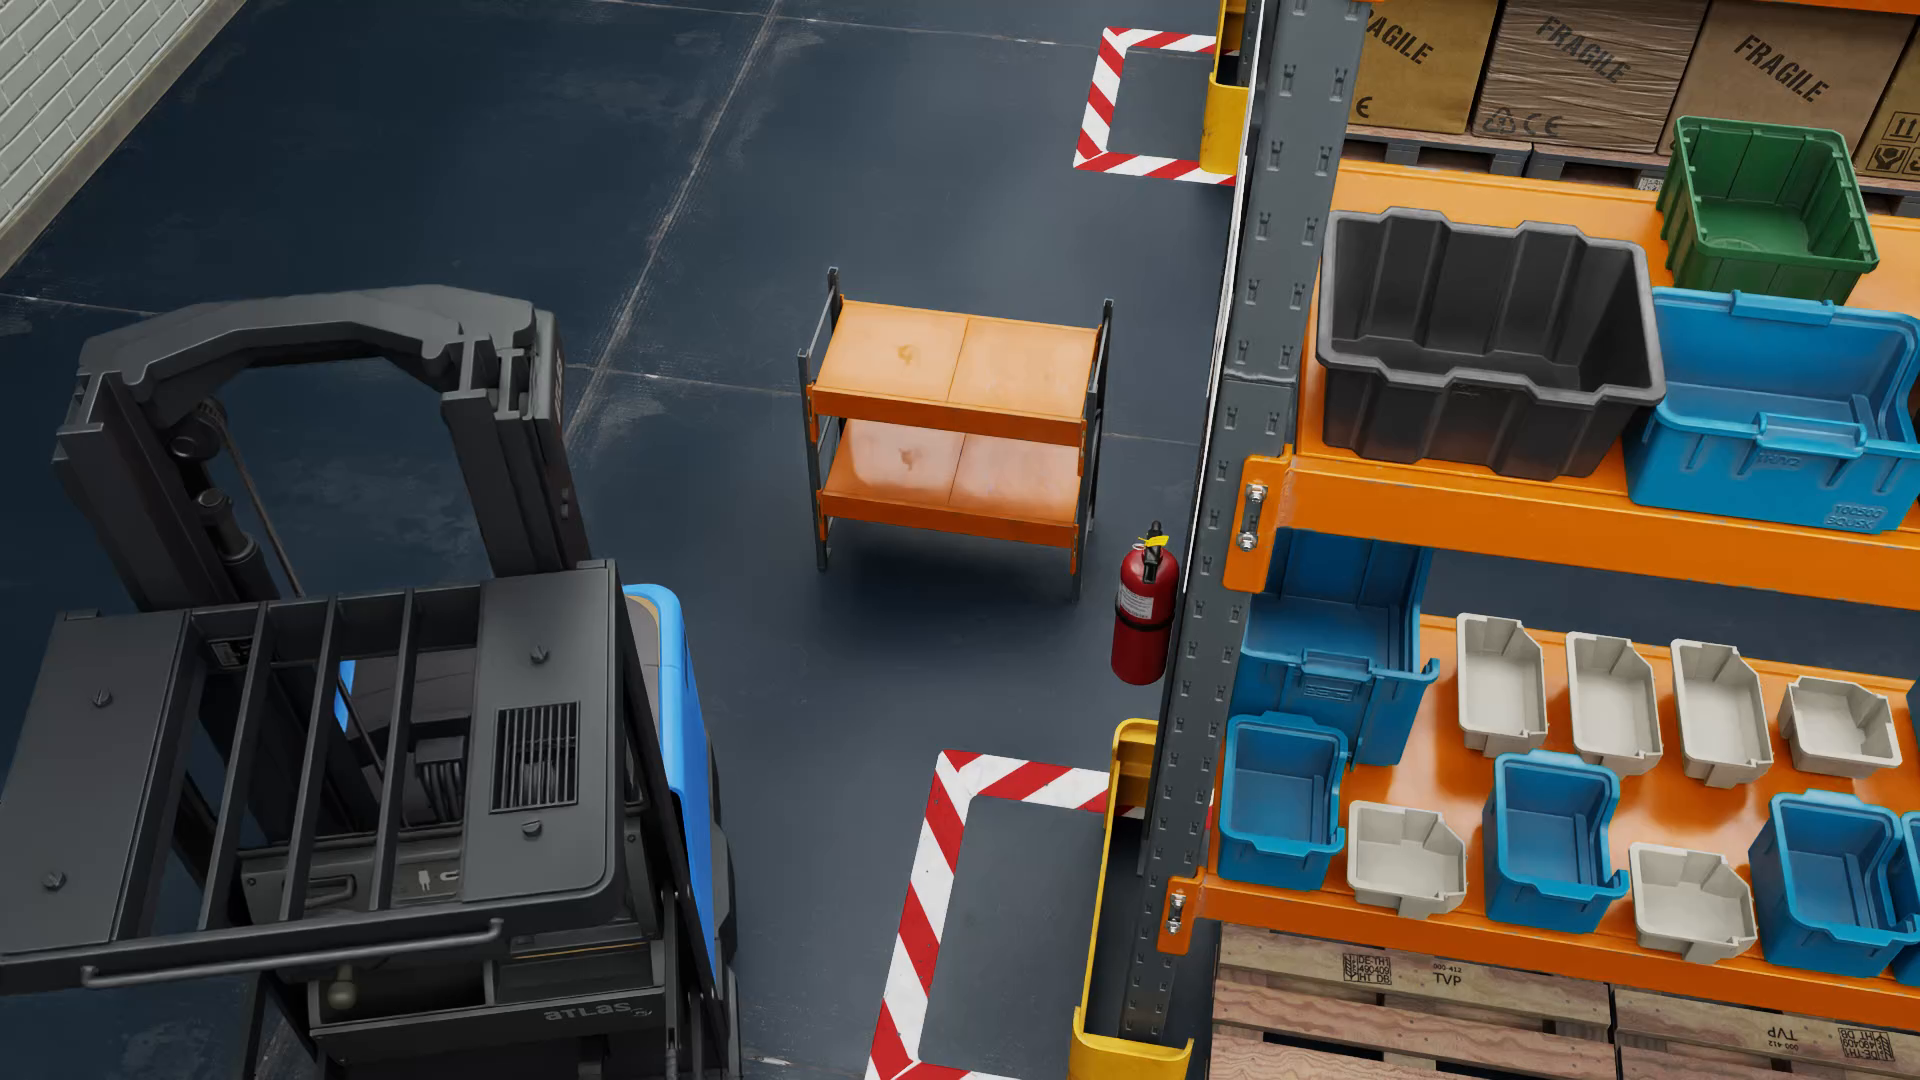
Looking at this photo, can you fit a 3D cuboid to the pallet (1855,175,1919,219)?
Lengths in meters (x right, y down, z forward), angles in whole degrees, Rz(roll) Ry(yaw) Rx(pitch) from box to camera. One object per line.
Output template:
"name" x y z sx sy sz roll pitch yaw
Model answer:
"pallet" 4.698 -1.961 8.342 1.213 0.211 1.003 8 49 7

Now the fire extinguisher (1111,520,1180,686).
"fire extinguisher" 0.548 0.159 4.866 0.183 0.674 0.296 8 49 7

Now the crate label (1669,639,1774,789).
"crate label" 2.011 0.472 4.418 0.243 0.136 0.396 8 49 7

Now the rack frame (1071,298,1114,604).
"rack frame" 0.494 -0.310 6.244 0.032 1.125 0.500 8 49 7

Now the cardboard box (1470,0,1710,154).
"cardboard box" 3.036 -2.548 8.141 0.875 0.875 0.875 8 49 7

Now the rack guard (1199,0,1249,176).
"rack guard" 1.473 -2.432 8.571 0.348 0.500 1.175 8 49 7

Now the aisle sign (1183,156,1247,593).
"aisle sign" 0.492 -0.300 3.227 0.004 0.787 0.394 8 49 7

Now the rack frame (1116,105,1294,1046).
"rack frame" 0.616 0.361 4.381 0.127 3.000 1.000 8 49 7

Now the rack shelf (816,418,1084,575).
"rack shelf" -0.007 -0.213 6.486 1.000 0.278 0.538 8 49 7

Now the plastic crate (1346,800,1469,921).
"plastic crate" 1.101 0.806 4.119 0.298 0.136 0.250 8 49 7

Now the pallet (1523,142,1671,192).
"pallet" 3.494 -2.121 8.486 1.213 0.211 1.003 8 49 7

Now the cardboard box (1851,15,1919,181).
"cardboard box" 4.798 -2.312 7.929 0.875 0.875 0.875 8 49 7

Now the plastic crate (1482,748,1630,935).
"plastic crate" 1.448 0.757 4.097 0.300 0.233 0.416 8 49 7

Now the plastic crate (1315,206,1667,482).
"plastic crate" 0.945 -0.343 3.085 0.590 0.269 0.497 8 49 7

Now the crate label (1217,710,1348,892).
"crate label" 0.800 0.670 4.175 0.303 0.233 0.416 8 49 7

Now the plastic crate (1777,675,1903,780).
"plastic crate" 2.306 0.498 4.395 0.250 0.136 0.298 8 49 7

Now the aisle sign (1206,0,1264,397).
"aisle sign" 0.597 -0.732 3.615 0.004 0.787 0.394 8 49 7

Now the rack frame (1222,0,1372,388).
"rack frame" 0.616 -1.644 2.150 0.127 3.000 1.000 8 49 7

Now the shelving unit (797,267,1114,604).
"shelving unit" -0.007 -0.377 6.304 1.048 1.125 0.538 8 49 7

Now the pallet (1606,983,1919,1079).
"pallet" 2.617 1.593 5.148 1.213 0.211 1.003 8 49 7

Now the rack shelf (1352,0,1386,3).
"rack shelf" 2.584 -1.006 2.328 4.000 0.370 1.077 8 49 7

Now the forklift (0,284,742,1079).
"forklift" -1.188 1.000 3.853 1.130 2.935 3.031 -6 48 -5

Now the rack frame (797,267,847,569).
"rack frame" -0.507 -0.444 6.365 0.032 1.125 0.500 8 49 7

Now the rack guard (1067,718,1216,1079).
"rack guard" 0.590 1.203 5.305 0.348 0.500 1.175 8 49 7

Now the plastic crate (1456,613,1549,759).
"plastic crate" 1.450 0.404 4.479 0.243 0.136 0.396 8 49 7

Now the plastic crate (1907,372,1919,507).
"plastic crate" 2.070 -0.218 2.926 0.767 0.338 0.504 8 49 7

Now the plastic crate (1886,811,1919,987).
"plastic crate" 2.391 0.884 3.983 0.300 0.233 0.416 8 49 7

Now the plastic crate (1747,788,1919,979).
"plastic crate" 2.096 0.844 4.019 0.300 0.233 0.416 8 49 7

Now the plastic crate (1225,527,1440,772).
"plastic crate" 0.978 0.236 4.429 0.499 0.435 0.616 8 49 7

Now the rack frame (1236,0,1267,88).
"rack frame" 1.497 -3.265 7.639 0.127 3.000 1.000 8 49 7

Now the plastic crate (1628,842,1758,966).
"plastic crate" 1.769 0.895 4.038 0.298 0.136 0.250 8 49 7

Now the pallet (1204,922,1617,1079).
"pallet" 1.420 1.430 5.295 1.213 0.211 1.003 8 49 7

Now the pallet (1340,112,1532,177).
"pallet" 2.297 -2.284 8.633 1.213 0.211 1.003 8 49 7

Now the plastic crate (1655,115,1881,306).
"plastic crate" 1.637 -0.650 3.415 0.336 0.188 0.450 8 49 7

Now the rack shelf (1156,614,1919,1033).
"rack shelf" 2.584 0.866 4.411 4.000 0.370 1.077 8 49 7

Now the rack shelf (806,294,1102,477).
"rack shelf" -0.007 -0.572 6.087 1.000 0.278 0.538 8 49 7

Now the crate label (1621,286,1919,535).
"crate label" 1.466 -0.234 2.999 0.502 0.251 0.408 8 49 7

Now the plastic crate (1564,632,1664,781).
"plastic crate" 1.733 0.453 4.435 0.243 0.136 0.396 8 49 7

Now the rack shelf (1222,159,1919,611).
"rack shelf" 2.584 -0.137 3.295 4.000 0.370 1.077 8 49 7

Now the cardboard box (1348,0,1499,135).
"cardboard box" 2.141 -2.669 8.250 0.875 0.875 0.875 8 49 7

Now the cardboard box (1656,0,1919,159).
"cardboard box" 3.912 -2.431 8.036 0.875 0.875 0.875 8 49 7

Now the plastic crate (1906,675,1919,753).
"plastic crate" 2.682 0.481 4.346 0.300 0.233 0.416 8 49 7
